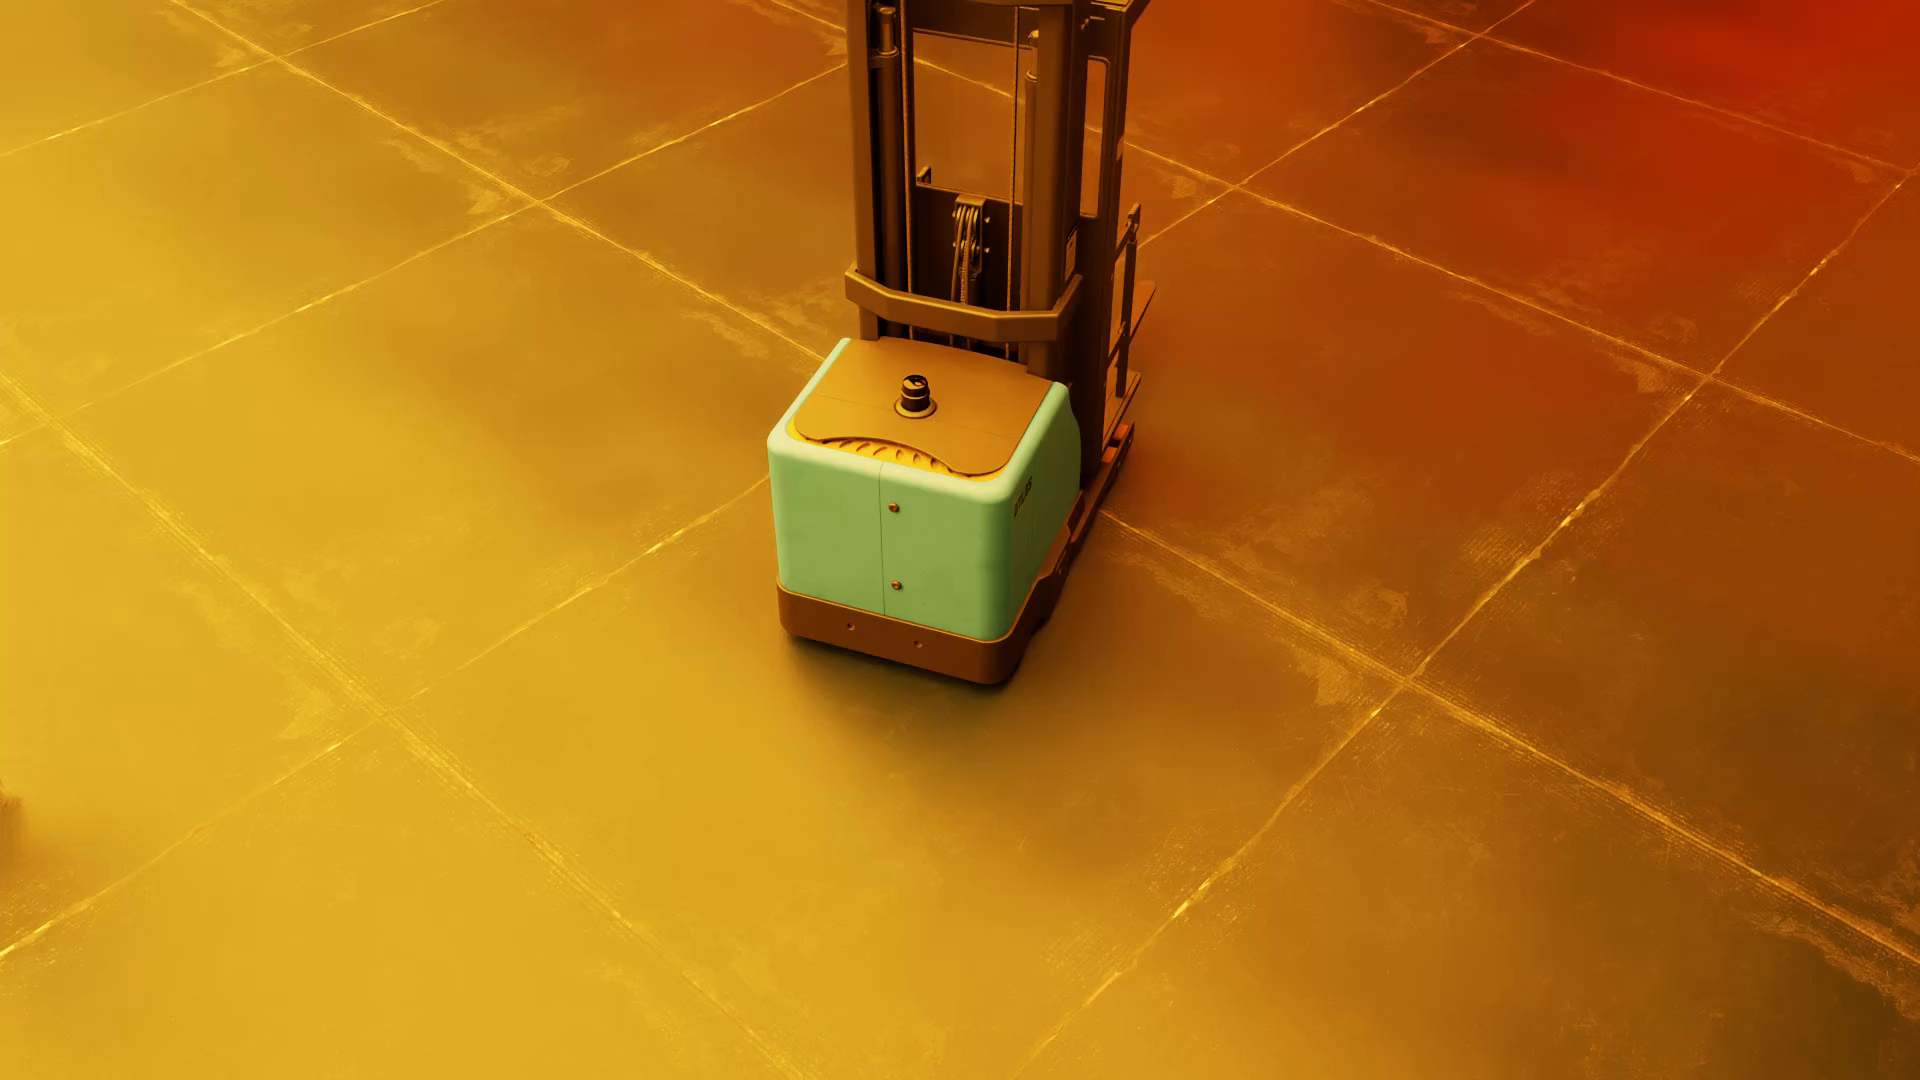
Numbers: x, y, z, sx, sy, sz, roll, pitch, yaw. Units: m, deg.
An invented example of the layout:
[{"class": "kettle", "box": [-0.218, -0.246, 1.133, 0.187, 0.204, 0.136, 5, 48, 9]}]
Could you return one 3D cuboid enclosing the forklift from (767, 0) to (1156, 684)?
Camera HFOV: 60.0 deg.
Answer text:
[{"class": "forklift", "box": [0.211, -1.484, 7.158, 1.130, 2.935, 3.031, 14, 42, 15]}]
